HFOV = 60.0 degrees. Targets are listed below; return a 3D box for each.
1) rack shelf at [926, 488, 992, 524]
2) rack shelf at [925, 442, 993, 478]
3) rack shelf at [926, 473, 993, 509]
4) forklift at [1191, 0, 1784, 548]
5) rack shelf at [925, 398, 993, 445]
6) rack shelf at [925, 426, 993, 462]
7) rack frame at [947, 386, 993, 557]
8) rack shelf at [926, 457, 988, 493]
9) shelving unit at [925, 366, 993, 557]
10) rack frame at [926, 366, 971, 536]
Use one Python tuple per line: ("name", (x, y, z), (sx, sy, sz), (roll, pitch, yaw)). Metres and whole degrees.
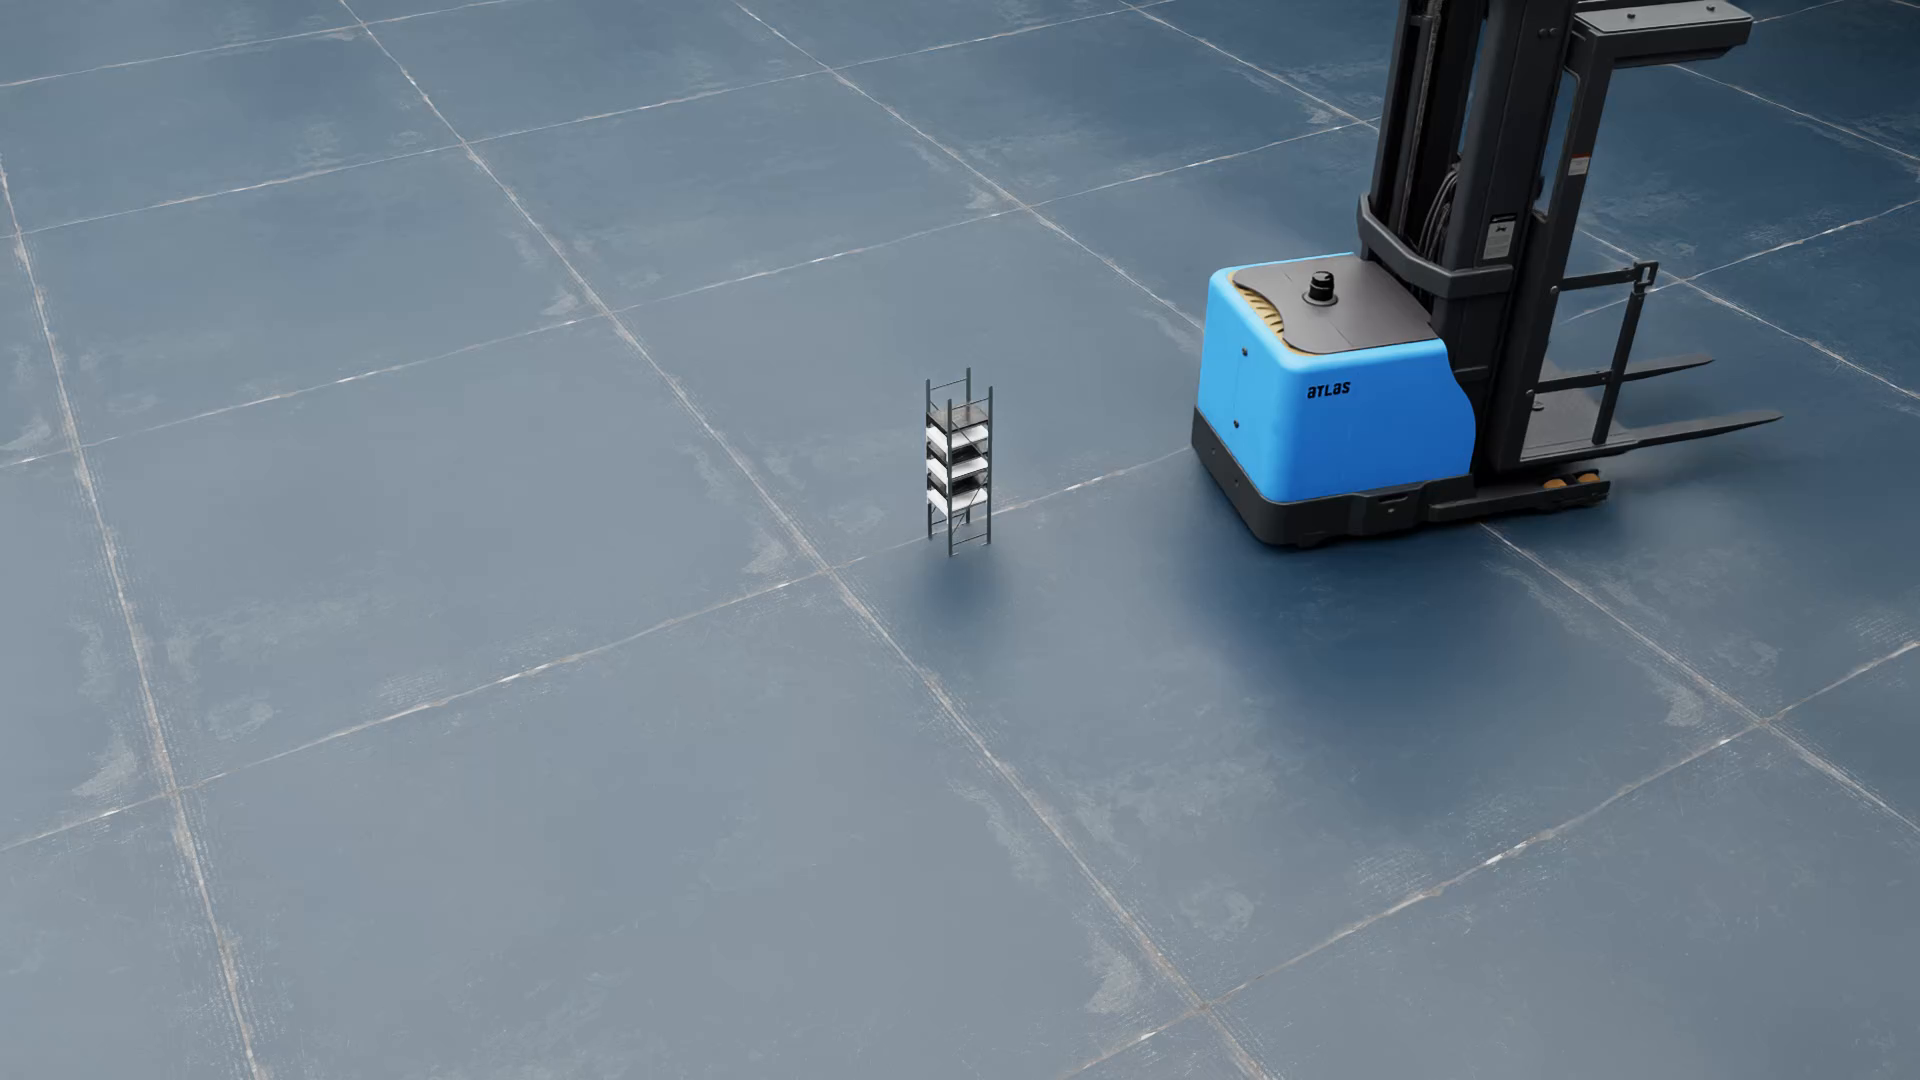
("rack shelf", (-0.004, -0.195, 8.116), (0.258, 0.077, 0.200), (-19, 40, -24))
("rack shelf", (-0.004, -0.413, 7.957), (0.258, 0.077, 0.200), (-19, 40, -24))
("rack shelf", (-0.004, -0.268, 8.063), (0.258, 0.077, 0.200), (-19, 40, -24))
("forklift", (2.802, -1.618, 7.980), (3.031, 2.935, 1.130), (-9, 37, -12))
("rack shelf", (-0.004, -0.559, 7.851), (0.258, 0.077, 0.200), (-19, 40, -24))
("rack shelf", (-0.004, -0.486, 7.904), (0.258, 0.077, 0.200), (-19, 40, -24))
("rack frame", (0.047, -0.316, 7.919), (0.240, 0.900, 0.006), (-19, 40, -24))
("rack shelf", (-0.004, -0.341, 8.010), (0.258, 0.077, 0.200), (-19, 40, -24))
("shelving unit", (-0.004, -0.368, 7.990), (0.258, 0.900, 0.210), (-19, 40, -24))
("rack frame", (-0.055, -0.419, 8.061), (0.240, 0.900, 0.006), (-19, 40, -24))
